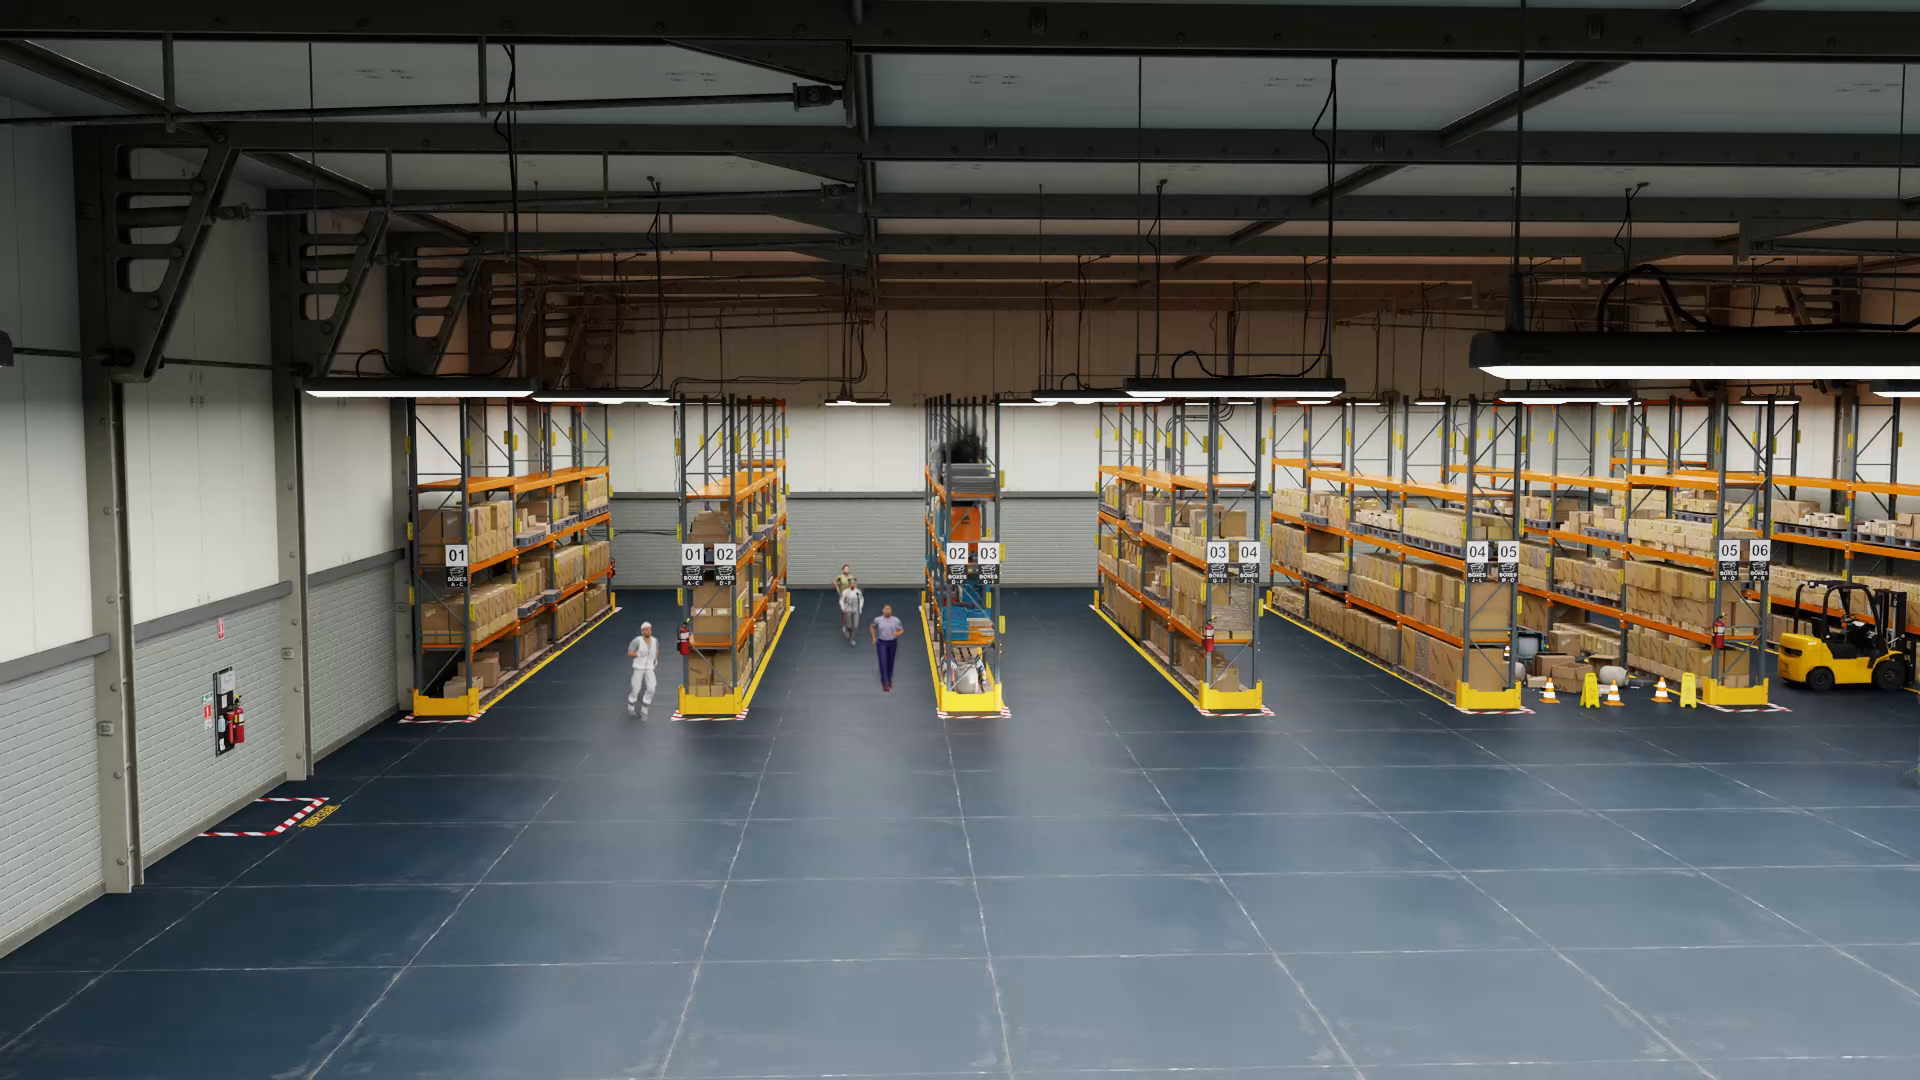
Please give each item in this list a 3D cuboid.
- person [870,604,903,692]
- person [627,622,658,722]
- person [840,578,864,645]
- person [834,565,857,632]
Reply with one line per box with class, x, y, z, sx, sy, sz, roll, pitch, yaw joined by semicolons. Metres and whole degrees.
person;-1.401;2.075;32.068;0.617;1.691;0.888;-1;5;-11
person;-5.810;2.426;30.619;0.651;1.840;0.750;-3;5;-30
person;-2.630;1.718;40.454;0.604;1.643;0.591;-1;5;-11
person;-2.942;1.487;43.007;0.566;1.720;0.849;-1;5;-15
